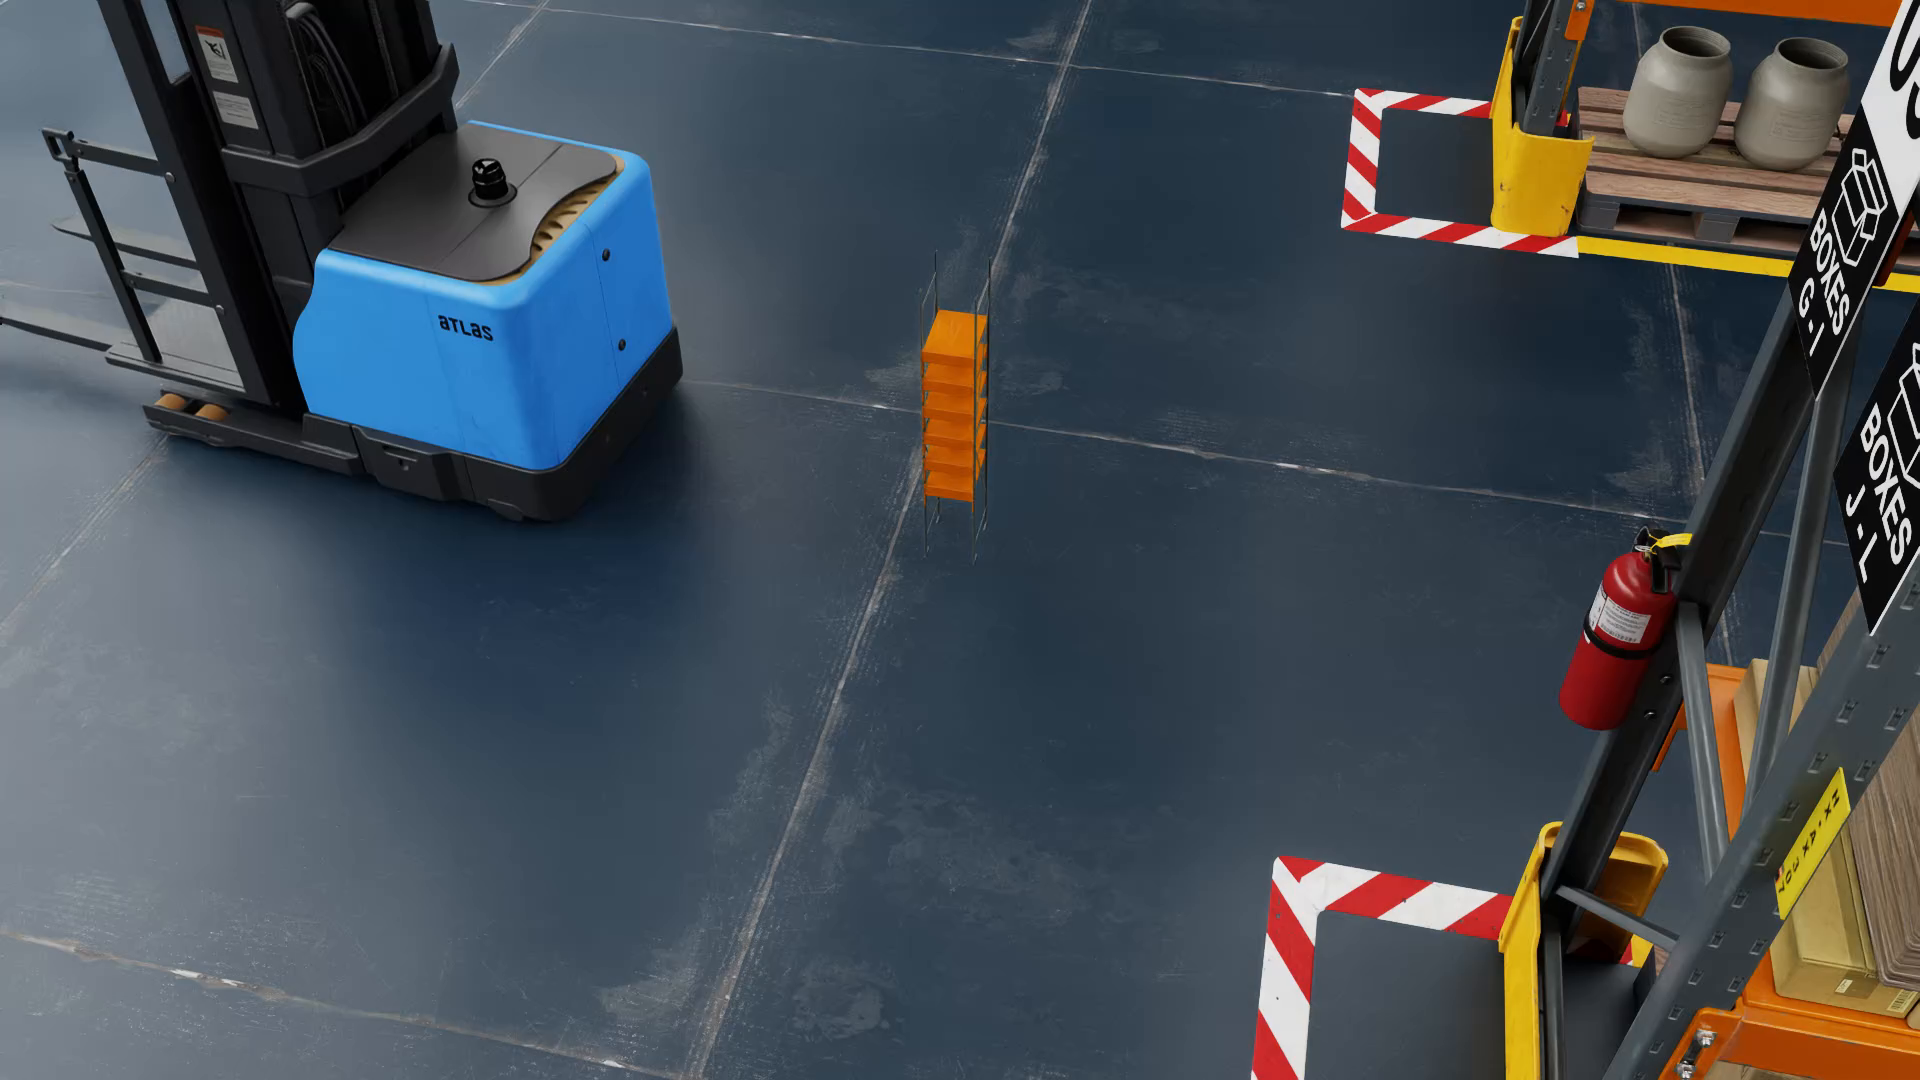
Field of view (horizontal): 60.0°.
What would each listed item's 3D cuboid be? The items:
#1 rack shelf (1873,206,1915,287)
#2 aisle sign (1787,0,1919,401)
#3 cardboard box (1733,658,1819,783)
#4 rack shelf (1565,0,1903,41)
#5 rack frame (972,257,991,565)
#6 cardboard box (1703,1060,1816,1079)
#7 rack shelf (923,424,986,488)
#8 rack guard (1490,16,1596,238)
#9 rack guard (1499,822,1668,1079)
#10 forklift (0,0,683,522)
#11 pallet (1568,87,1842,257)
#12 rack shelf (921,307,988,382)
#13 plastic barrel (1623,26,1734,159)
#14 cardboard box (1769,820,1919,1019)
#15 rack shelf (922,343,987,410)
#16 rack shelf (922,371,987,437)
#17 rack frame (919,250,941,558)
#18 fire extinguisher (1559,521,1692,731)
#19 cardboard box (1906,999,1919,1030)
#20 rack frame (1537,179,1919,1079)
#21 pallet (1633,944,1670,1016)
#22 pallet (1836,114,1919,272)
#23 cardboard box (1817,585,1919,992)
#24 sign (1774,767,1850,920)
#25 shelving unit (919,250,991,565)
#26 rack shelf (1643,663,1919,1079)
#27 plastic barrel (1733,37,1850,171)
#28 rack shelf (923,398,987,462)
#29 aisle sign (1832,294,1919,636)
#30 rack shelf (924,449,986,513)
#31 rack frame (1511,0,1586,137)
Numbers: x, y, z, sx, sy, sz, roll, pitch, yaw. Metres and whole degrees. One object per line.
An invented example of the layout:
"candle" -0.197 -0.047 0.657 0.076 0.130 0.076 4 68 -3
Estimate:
"rack shelf" 3.558 -0.041 2.486 4.000 0.370 1.077 9 45 9
"aisle sign" 1.611 -0.672 2.910 0.004 0.787 0.394 9 45 9
"cardboard box" 1.929 0.471 3.778 0.250 0.149 0.380 9 45 9
"rack shelf" 4.639 -2.313 7.008 4.000 0.370 1.077 9 45 9
"rack frame" 0.075 -0.421 5.822 0.006 1.200 0.240 9 45 9
"cardboard box" 2.212 1.333 4.202 0.500 0.500 0.500 17 46 17
"rack shelf" -0.014 -0.316 5.950 0.180 0.103 0.258 9 45 9
"rack guard" 2.772 -1.994 7.961 0.348 0.500 1.175 9 45 9
"rack guard" 1.680 1.389 4.446 0.348 0.500 1.175 9 45 9
"forklift" -2.715 -1.758 5.963 3.031 2.935 1.130 14 46 14
"pallet" 3.564 -1.764 7.930 1.213 0.211 1.003 9 45 9
"rack shelf" -0.014 -0.662 5.617 0.180 0.103 0.258 9 45 9
"plastic barrel" 3.347 -2.082 7.741 0.421 0.512 0.421 0 44 0
"cardboard box" 1.832 0.772 3.466 0.250 0.149 0.380 9 45 9
"rack shelf" -0.014 -0.575 5.701 0.180 0.103 0.258 9 45 9
"rack shelf" -0.014 -0.489 5.784 0.180 0.103 0.258 9 45 9
"rack frame" -0.103 -0.448 5.851 0.006 1.200 0.240 9 45 9
"fire extinguisher" 1.595 0.176 3.960 0.183 0.674 0.296 9 45 9
"cardboard box" 2.072 0.823 3.413 0.250 0.149 0.380 9 45 9
"rack frame" 1.606 0.477 3.591 0.127 3.000 1.000 9 45 9
"pallet" 2.465 1.640 4.393 1.213 0.211 1.003 9 45 9
"pallet" 4.751 -1.577 7.737 1.213 0.211 1.003 9 45 9
"cardboard box" 2.137 0.436 3.347 0.500 0.500 0.875 9 45 9
"sign" 1.488 0.533 2.909 0.005 0.325 0.100 9 45 9
"shelving unit" -0.014 -0.434 5.836 0.189 1.200 0.258 9 45 9
"rack shelf" 3.558 1.039 3.526 4.000 0.370 1.077 9 45 9
"plastic barrel" 3.836 -2.006 7.662 0.421 0.512 0.421 0 44 0
"rack shelf" -0.014 -0.402 5.867 0.180 0.103 0.258 9 45 9
"aisle sign" 1.480 -0.266 2.488 0.004 0.787 0.394 9 45 9
"rack shelf" -0.014 -0.230 6.033 0.180 0.103 0.258 9 45 9
"rack frame" 2.688 -2.875 7.073 0.127 3.000 1.000 9 45 9
